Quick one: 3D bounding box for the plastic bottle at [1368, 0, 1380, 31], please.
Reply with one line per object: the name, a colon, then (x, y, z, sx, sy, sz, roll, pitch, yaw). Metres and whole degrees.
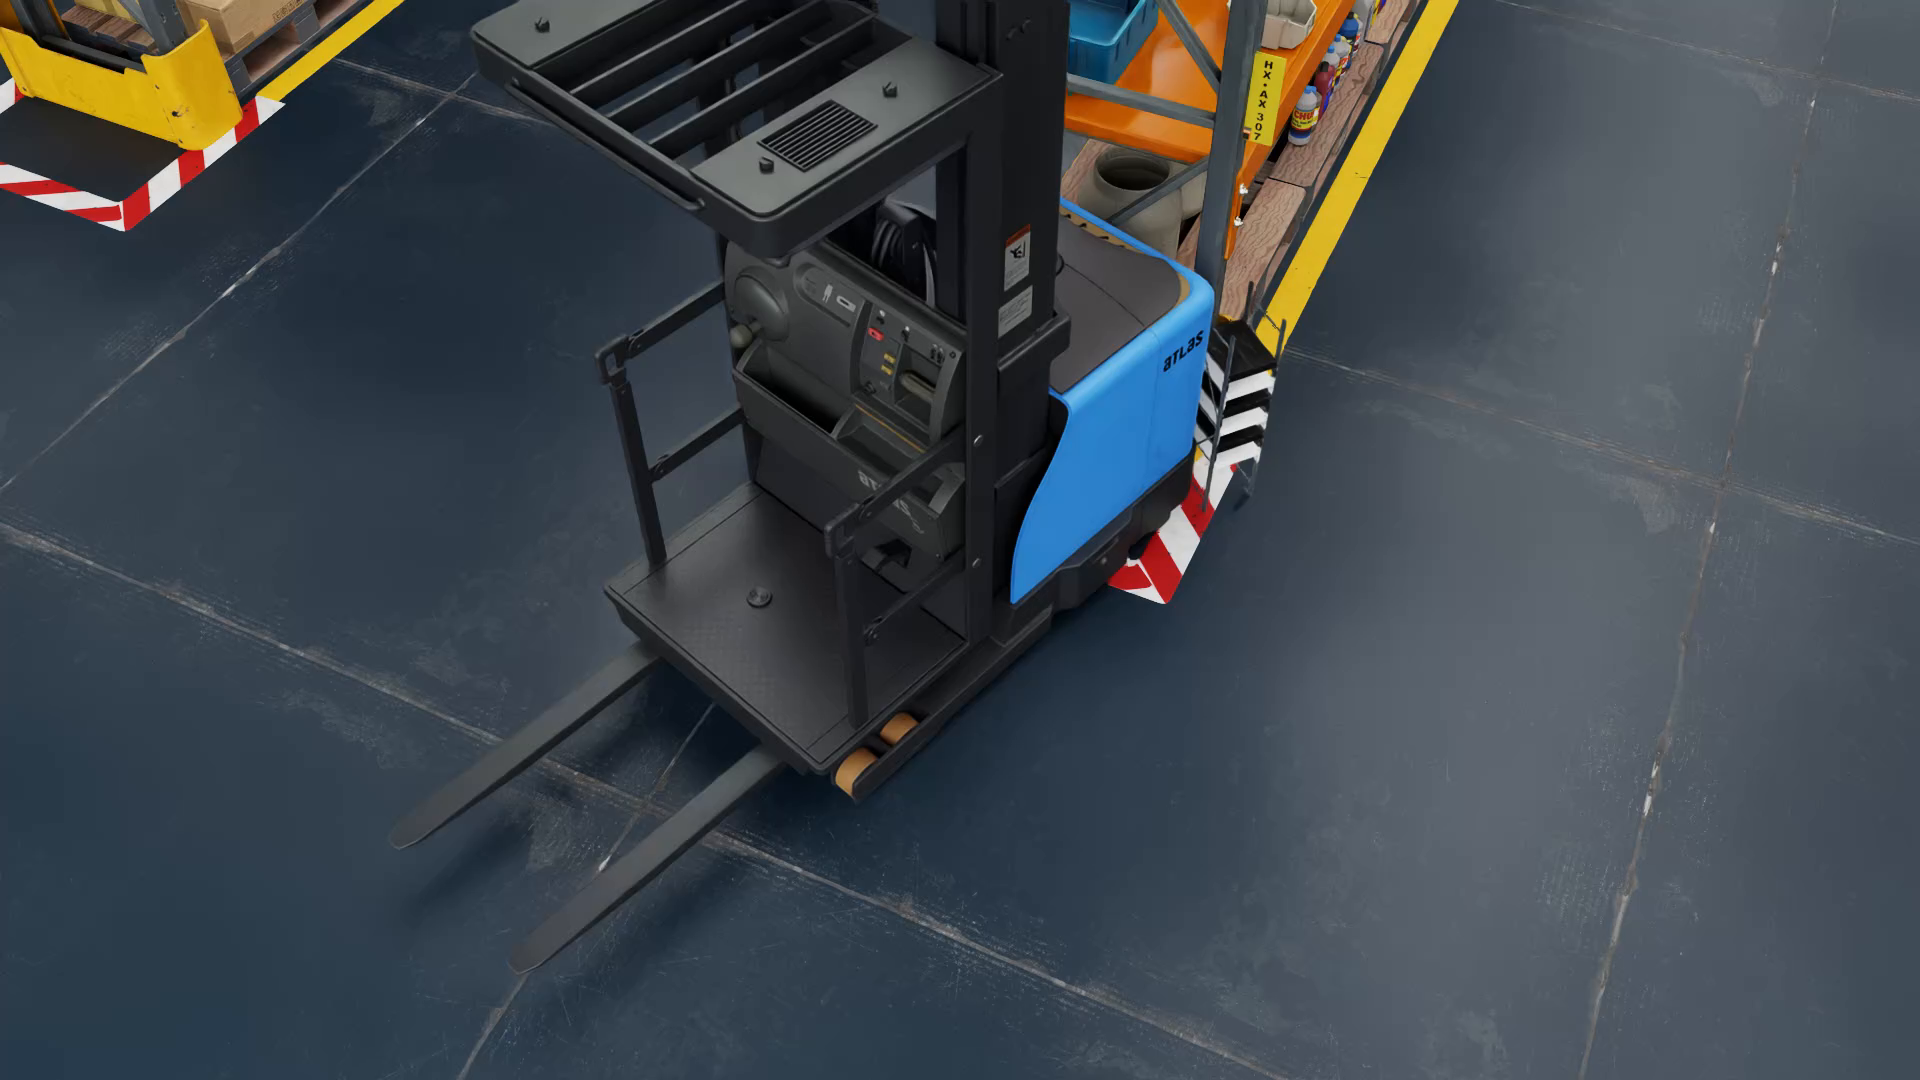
plastic bottle: (1.946, -2.640, 7.977, 0.144, 0.351, 0.185, 19, 52, 16)

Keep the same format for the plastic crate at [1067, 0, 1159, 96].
plastic crate: (0.415, -1.887, 5.984, 0.499, 0.251, 0.616, 20, 52, 16)

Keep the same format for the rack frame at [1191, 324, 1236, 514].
rack frame: (0.885, -0.476, 6.064, 0.006, 0.900, 0.240, -19, 52, -15)

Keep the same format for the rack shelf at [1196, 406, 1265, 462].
rack shelf: (0.978, -0.428, 6.185, 0.200, 0.077, 0.258, -19, 52, -15)

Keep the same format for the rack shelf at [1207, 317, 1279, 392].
rack shelf: (0.978, -0.662, 5.911, 0.200, 0.077, 0.258, -19, 52, -15)

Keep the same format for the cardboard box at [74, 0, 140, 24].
cardboard box: (-4.044, -2.818, 8.208, 0.500, 0.250, 0.500, 20, 52, 16)

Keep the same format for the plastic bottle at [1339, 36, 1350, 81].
plastic bottle: (1.759, -2.249, 7.743, 0.097, 0.201, 0.097, 0, 50, 0)

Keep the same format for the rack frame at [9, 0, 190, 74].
rack frame: (-4.006, -3.107, 6.925, 1.000, 3.000, 0.127, 20, 52, 16)

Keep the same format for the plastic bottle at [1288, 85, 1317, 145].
plastic bottle: (1.528, -1.899, 7.399, 0.097, 0.271, 0.097, 0, 50, 0)

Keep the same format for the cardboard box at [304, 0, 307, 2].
cardboard box: (-3.365, -2.995, 8.358, 0.500, 0.250, 0.500, 20, 52, 16)

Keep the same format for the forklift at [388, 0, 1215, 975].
forklift: (-0.501, -0.544, 4.788, 1.130, 2.935, 3.031, 36, 58, 26)

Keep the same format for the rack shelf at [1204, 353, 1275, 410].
rack shelf: (0.978, -0.603, 5.980, 0.200, 0.077, 0.258, -19, 52, -15)

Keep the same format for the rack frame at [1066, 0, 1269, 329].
rack frame: (0.471, -1.493, 5.551, 1.000, 3.000, 0.127, 20, 52, 16)

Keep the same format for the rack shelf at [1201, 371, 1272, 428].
rack shelf: (0.978, -0.545, 6.048, 0.200, 0.077, 0.258, -19, 52, -15)

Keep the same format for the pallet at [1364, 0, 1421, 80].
pallet: (1.856, -2.895, 8.575, 1.003, 0.211, 1.213, 20, 52, 16)

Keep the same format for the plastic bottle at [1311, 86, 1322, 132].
plastic bottle: (1.572, -1.947, 7.486, 0.097, 0.201, 0.097, 0, 50, 0)

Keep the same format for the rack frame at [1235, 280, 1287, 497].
rack frame: (1.070, -0.540, 6.119, 0.006, 0.900, 0.240, -19, 52, -15)

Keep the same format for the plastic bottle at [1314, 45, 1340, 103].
plastic bottle: (1.674, -2.135, 7.599, 0.097, 0.271, 0.097, 0, 50, 0)

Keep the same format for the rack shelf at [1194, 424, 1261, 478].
rack shelf: (0.978, -0.370, 6.254, 0.200, 0.077, 0.258, -19, 52, -15)

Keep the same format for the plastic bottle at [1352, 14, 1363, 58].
plastic bottle: (1.847, -2.391, 7.863, 0.097, 0.201, 0.097, 0, 50, 0)

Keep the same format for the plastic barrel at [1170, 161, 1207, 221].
plastic barrel: (0.898, -1.646, 7.039, 0.421, 0.512, 0.421, 0, 50, 0)

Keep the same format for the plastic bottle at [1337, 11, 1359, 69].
plastic bottle: (1.803, -2.343, 7.777, 0.097, 0.271, 0.097, 0, 50, 0)

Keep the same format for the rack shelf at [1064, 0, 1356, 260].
rack shelf: (1.326, -2.637, 6.997, 1.077, 0.370, 4.000, 20, 52, 16)

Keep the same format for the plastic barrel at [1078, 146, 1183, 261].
plastic barrel: (0.683, -1.301, 6.745, 0.421, 0.512, 0.421, 0, 50, 0)

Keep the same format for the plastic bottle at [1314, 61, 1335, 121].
plastic bottle: (1.641, -2.052, 7.522, 0.061, 0.283, 0.133, 21, 53, 17)

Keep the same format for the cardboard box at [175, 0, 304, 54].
cardboard box: (-3.575, -2.649, 8.064, 0.500, 0.250, 0.500, 20, 52, 16)

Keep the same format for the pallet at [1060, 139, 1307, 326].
pallet: (0.813, -1.215, 7.145, 1.003, 0.211, 1.213, 20, 52, 16)

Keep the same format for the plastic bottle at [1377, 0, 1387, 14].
plastic bottle: (2.052, -2.715, 8.085, 0.061, 0.283, 0.133, 23, 53, 18)

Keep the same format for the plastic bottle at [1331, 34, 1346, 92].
plastic bottle: (1.717, -2.204, 7.658, 0.097, 0.271, 0.097, 0, 50, 0)

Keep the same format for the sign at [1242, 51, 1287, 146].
sign: (0.967, -1.401, 5.291, 0.100, 0.325, 0.005, 20, 52, 16)

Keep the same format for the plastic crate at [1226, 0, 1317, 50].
plastic crate: (1.145, -1.919, 6.087, 0.298, 0.136, 0.250, 20, 52, 16)

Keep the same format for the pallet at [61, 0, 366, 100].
pallet: (-3.717, -2.744, 8.446, 1.003, 0.211, 1.213, 20, 52, 16)

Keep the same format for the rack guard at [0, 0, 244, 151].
rack guard: (-4.016, -2.281, 7.862, 1.175, 0.500, 0.348, 20, 52, 16)

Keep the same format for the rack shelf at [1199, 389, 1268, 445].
rack shelf: (0.978, -0.487, 6.117, 0.200, 0.077, 0.258, -19, 52, -15)

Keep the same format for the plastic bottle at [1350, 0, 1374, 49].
plastic bottle: (1.873, -2.505, 7.912, 0.152, 0.276, 0.135, 21, 53, 17)

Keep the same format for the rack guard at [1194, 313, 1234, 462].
rack guard: (0.461, -0.751, 6.561, 1.175, 0.500, 0.348, 20, 52, 16)

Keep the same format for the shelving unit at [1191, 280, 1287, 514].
shelving unit: (0.978, -0.508, 6.091, 0.210, 0.900, 0.258, -19, 52, -15)

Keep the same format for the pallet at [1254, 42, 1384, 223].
pallet: (1.336, -2.052, 7.857, 1.003, 0.211, 1.213, 20, 52, 16)
